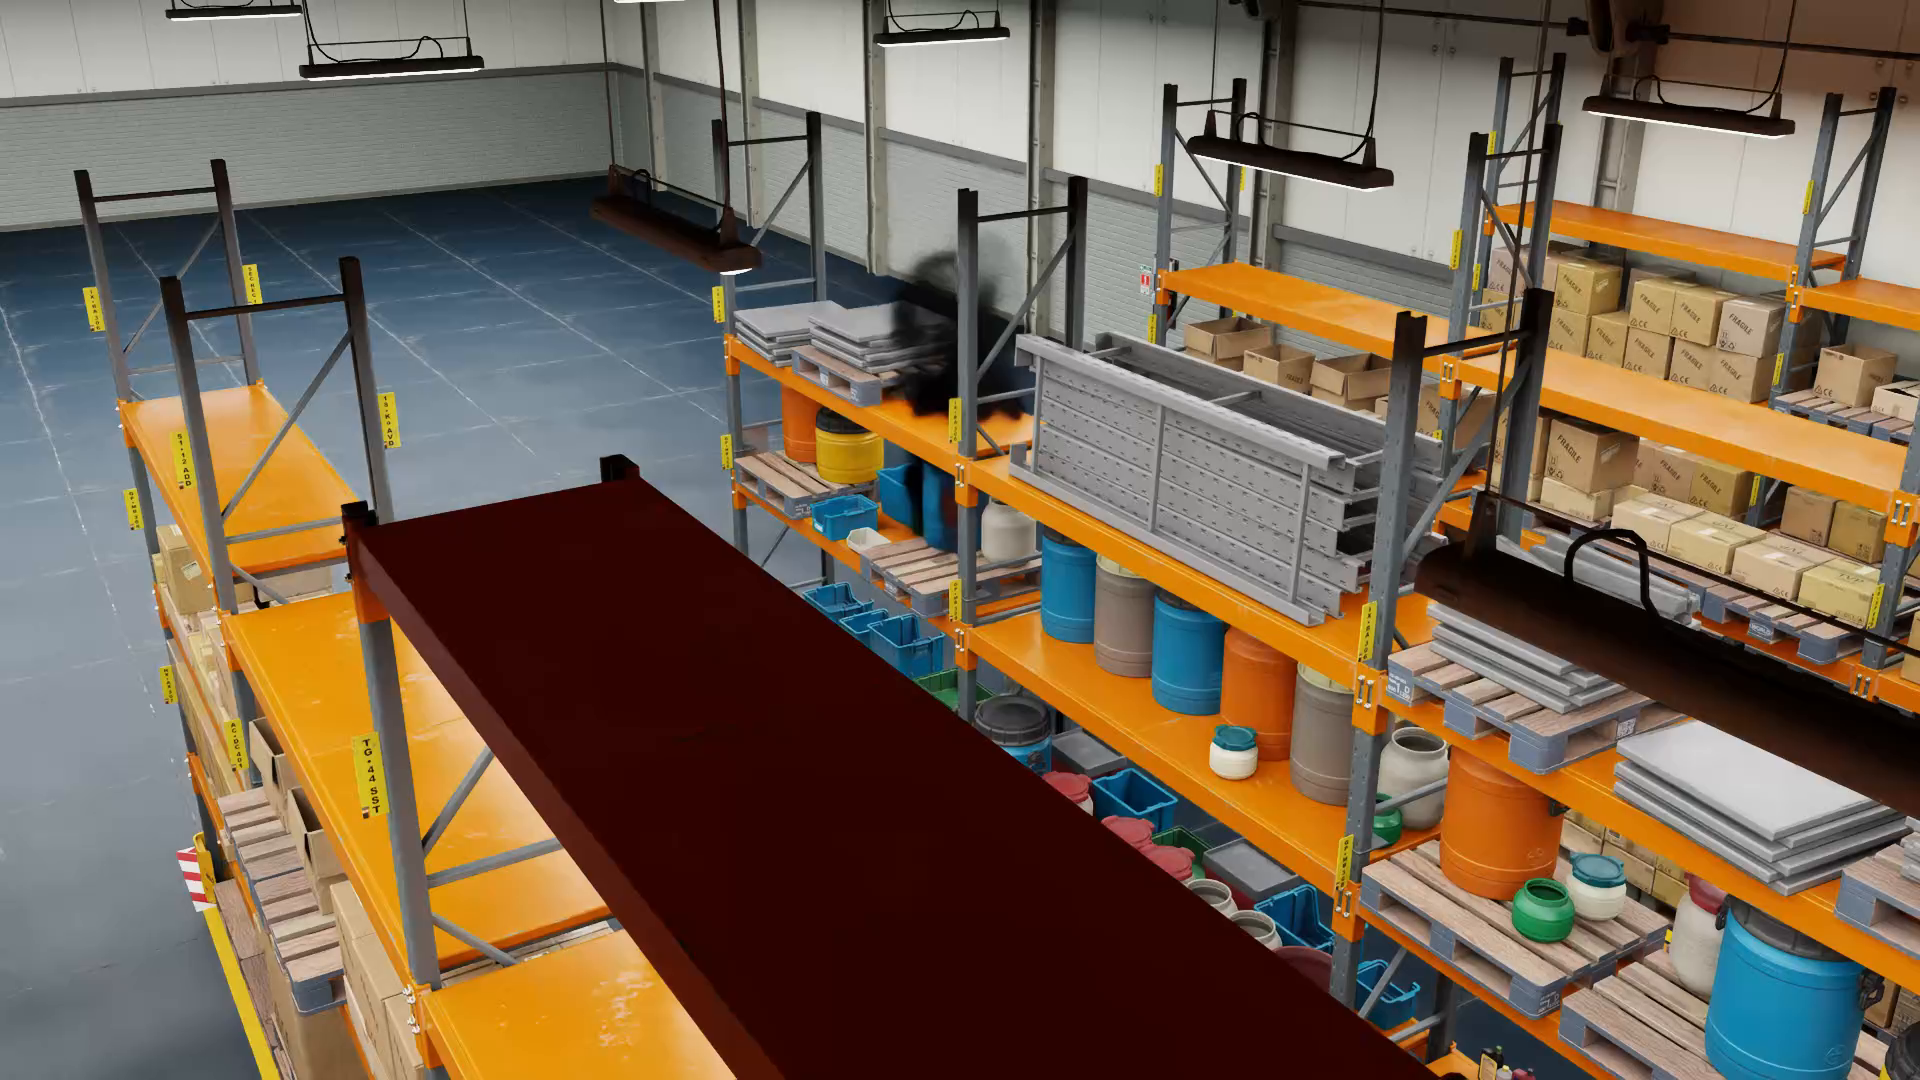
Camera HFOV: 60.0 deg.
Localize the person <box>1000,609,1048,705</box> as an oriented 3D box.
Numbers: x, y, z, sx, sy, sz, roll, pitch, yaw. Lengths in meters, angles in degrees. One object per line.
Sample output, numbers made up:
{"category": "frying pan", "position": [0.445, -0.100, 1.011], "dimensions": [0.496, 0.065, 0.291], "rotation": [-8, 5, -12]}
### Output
{"category": "person", "position": [0.627, 0.927, 16.061], "dimensions": [0.577, 1.672, 0.737], "rotation": [-19, 29, -39]}
